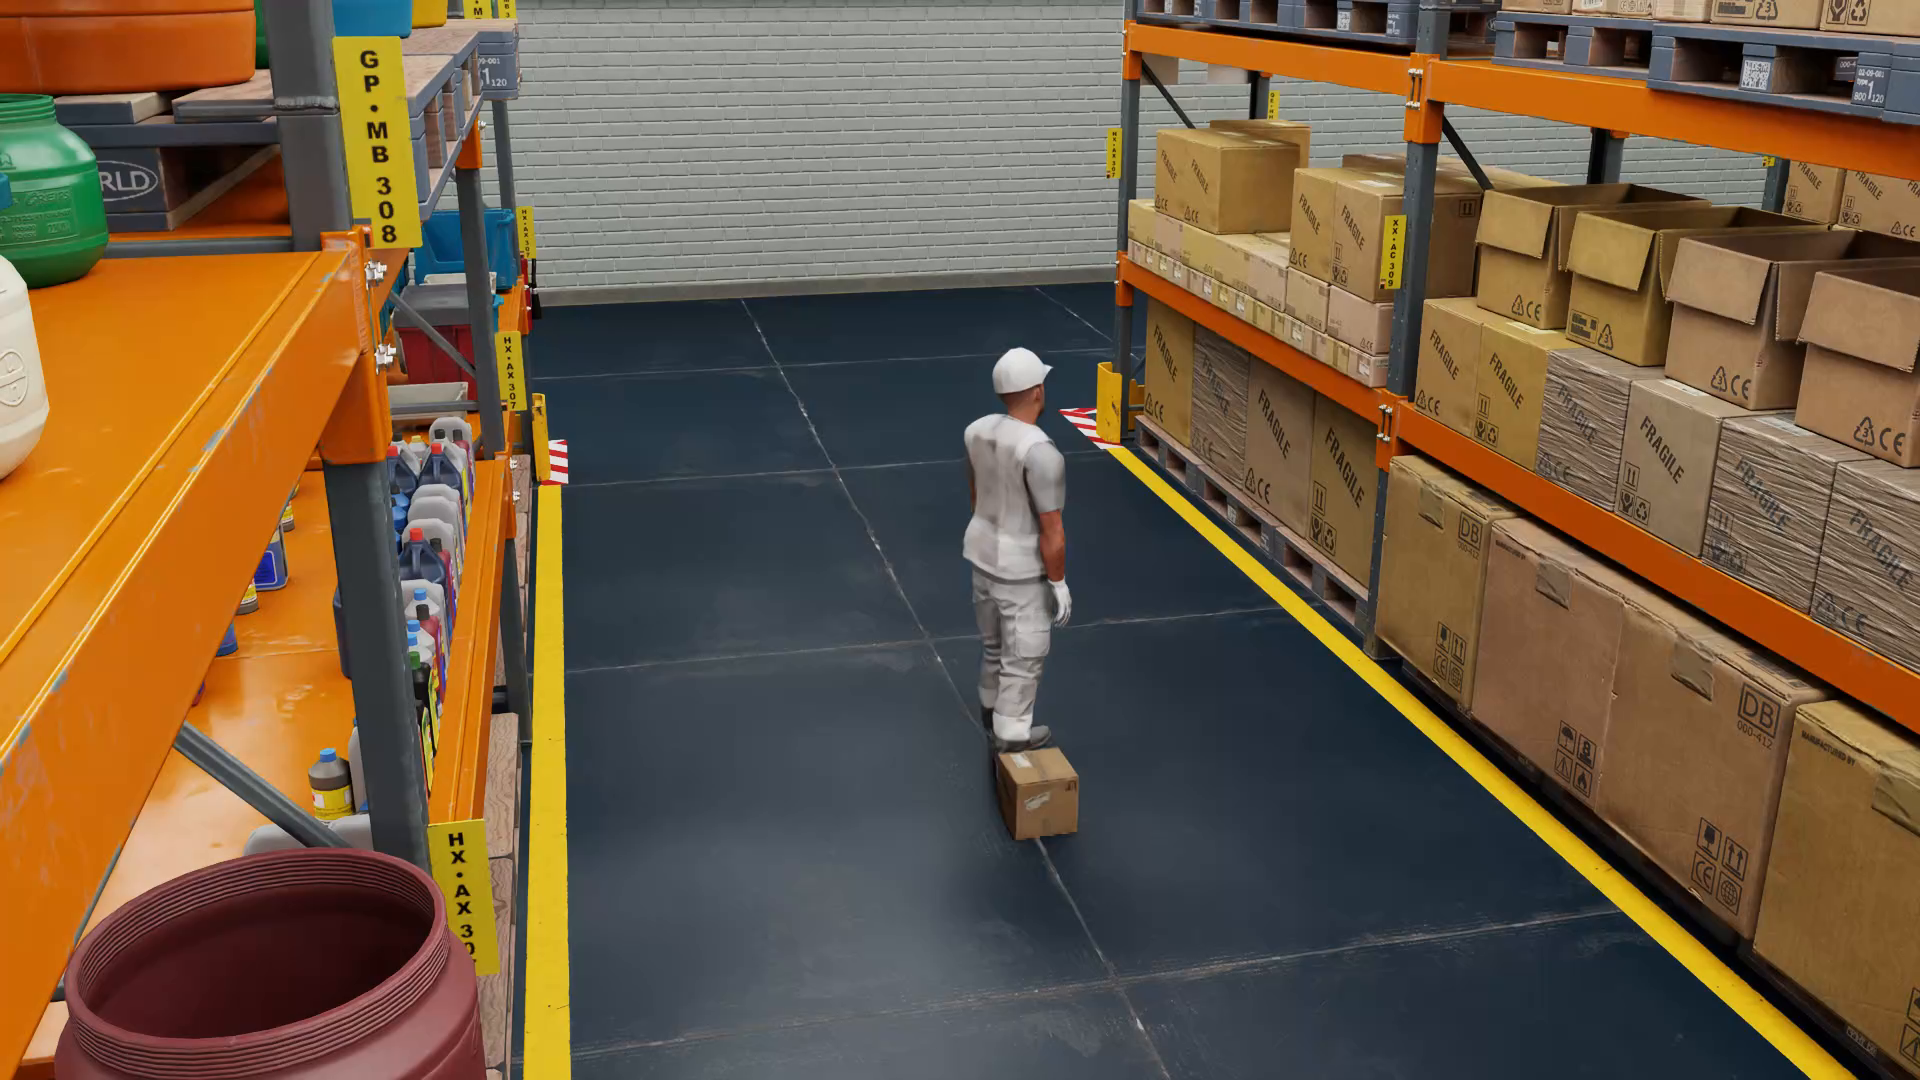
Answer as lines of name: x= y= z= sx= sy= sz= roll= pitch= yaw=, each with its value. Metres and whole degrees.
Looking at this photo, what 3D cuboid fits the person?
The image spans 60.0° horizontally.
person: x=0.265 y=0.112 z=6.621 sx=0.467 sy=1.794 sz=0.594 roll=-13 pitch=23 yaw=-32
